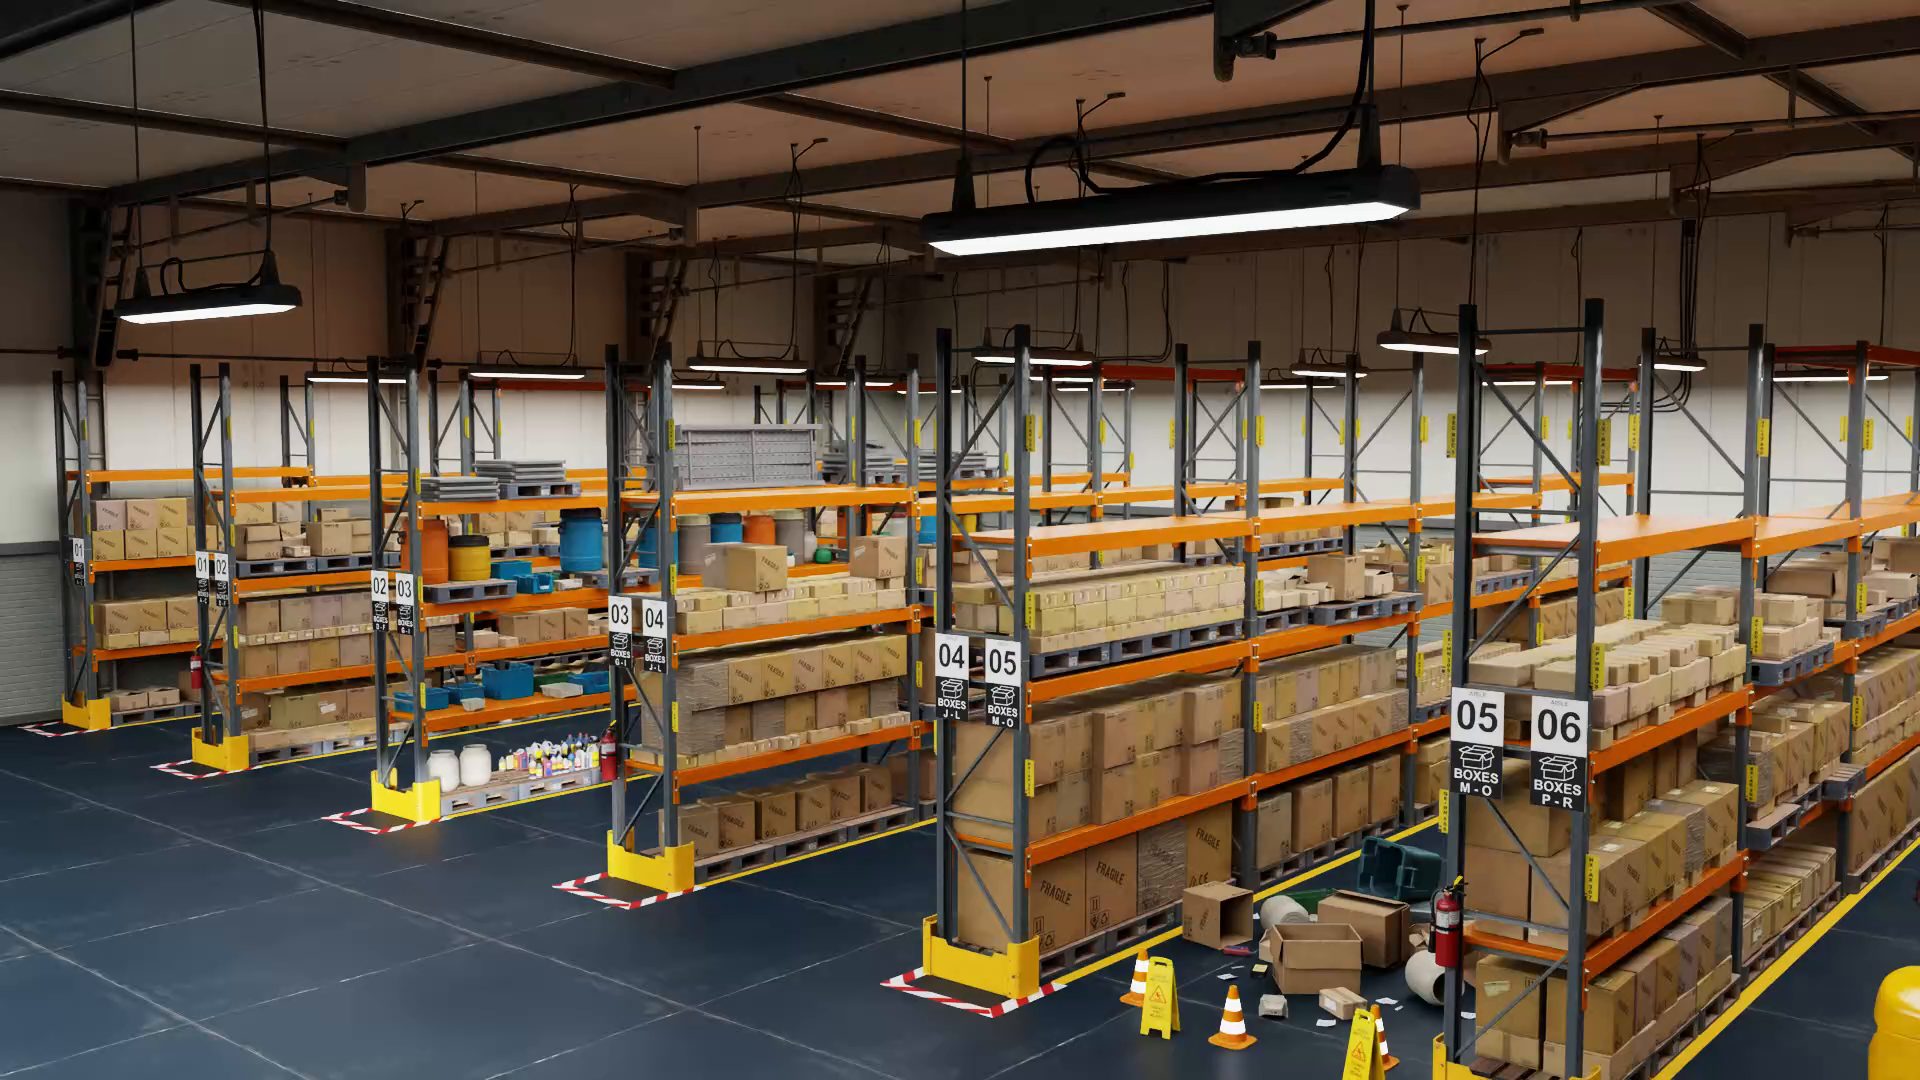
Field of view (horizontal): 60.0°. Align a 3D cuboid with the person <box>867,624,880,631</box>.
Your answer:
[{"bbox_3d":[-1.589,1.931,32.481,0.461,1.662,0.648,3,5,38],"label":"person"}]

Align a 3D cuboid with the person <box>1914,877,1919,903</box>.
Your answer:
[{"bbox_3d":[8.788,3.272,14.622,0.749,1.785,0.622,3,5,37],"label":"person"}]
